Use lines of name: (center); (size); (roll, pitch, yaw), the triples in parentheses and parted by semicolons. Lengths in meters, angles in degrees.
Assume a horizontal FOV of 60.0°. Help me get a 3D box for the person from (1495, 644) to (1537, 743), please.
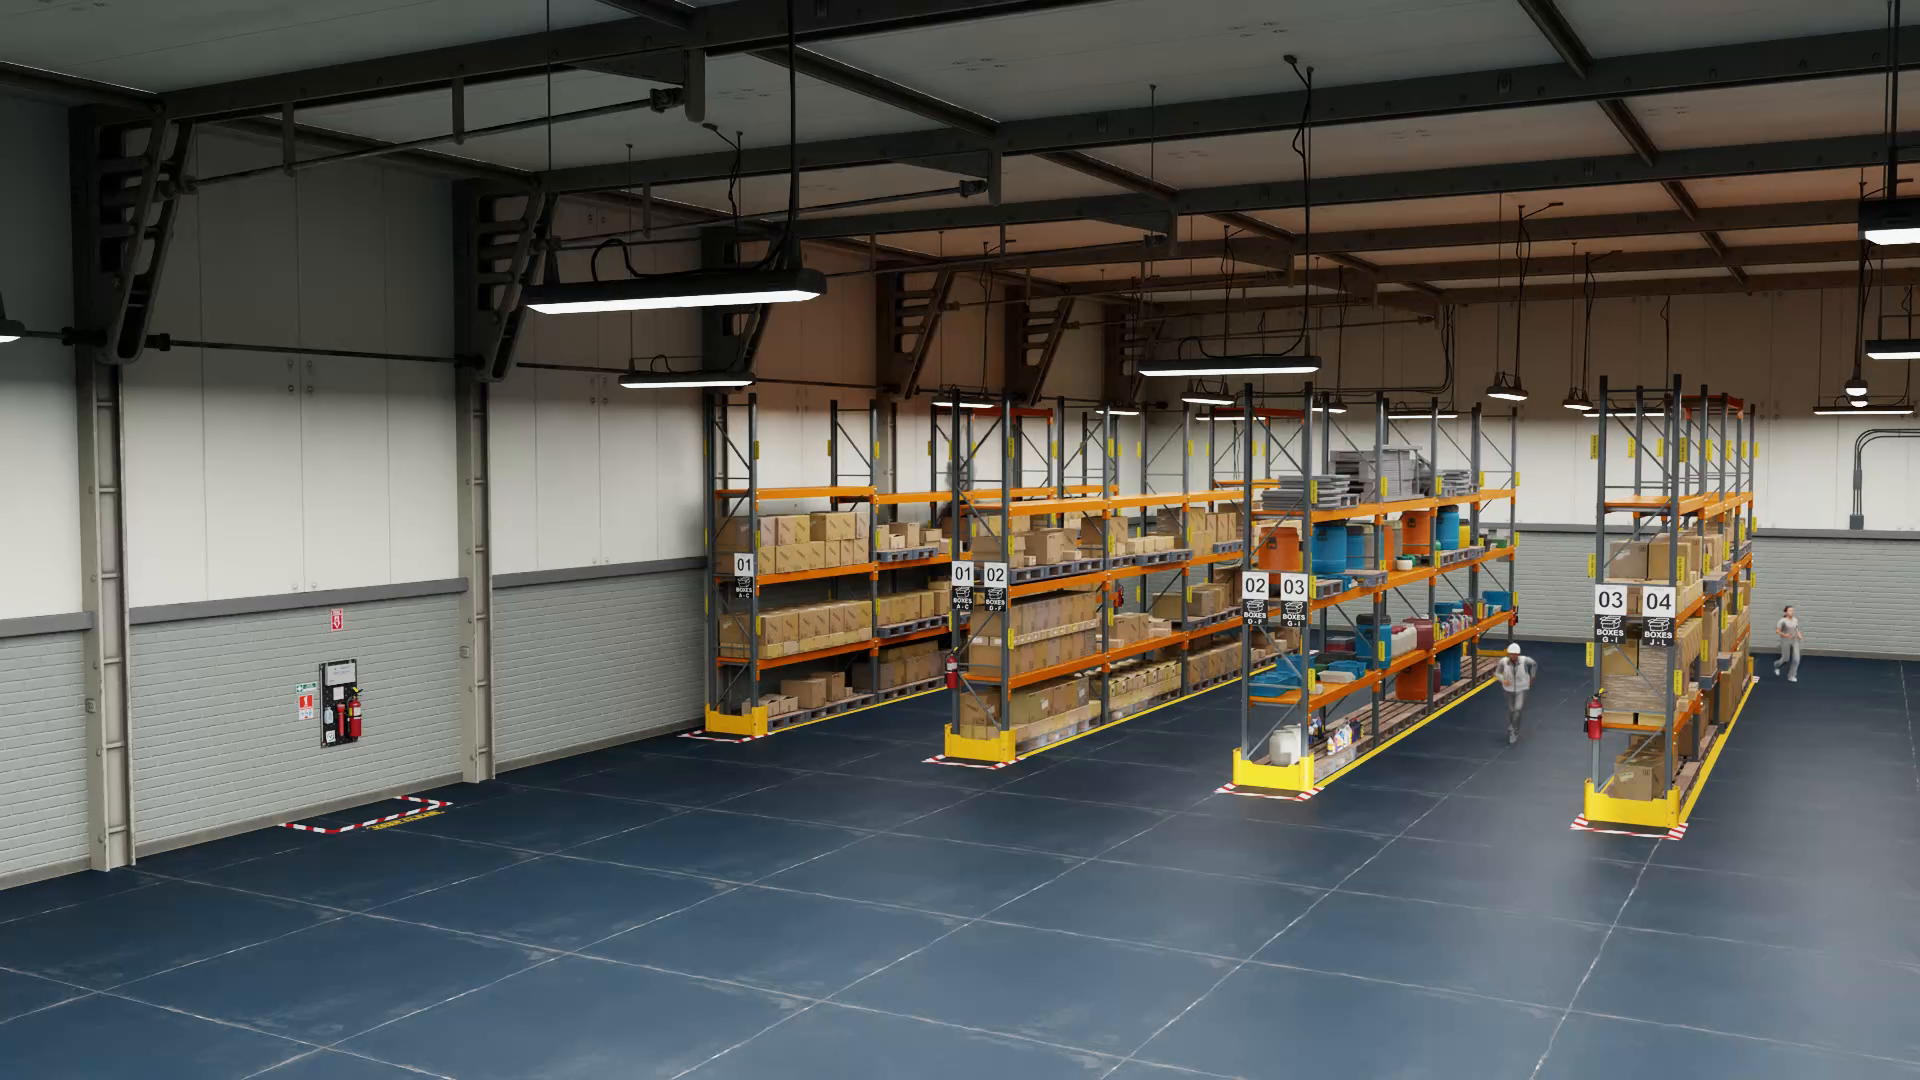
person: (9.636, 2.622, 28.834); (0.700, 1.735, 1.043); (1, 3, 20)

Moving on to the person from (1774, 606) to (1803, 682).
person: (17.985, 2.238, 36.084); (0.573, 1.631, 0.754); (0, 3, -3)
